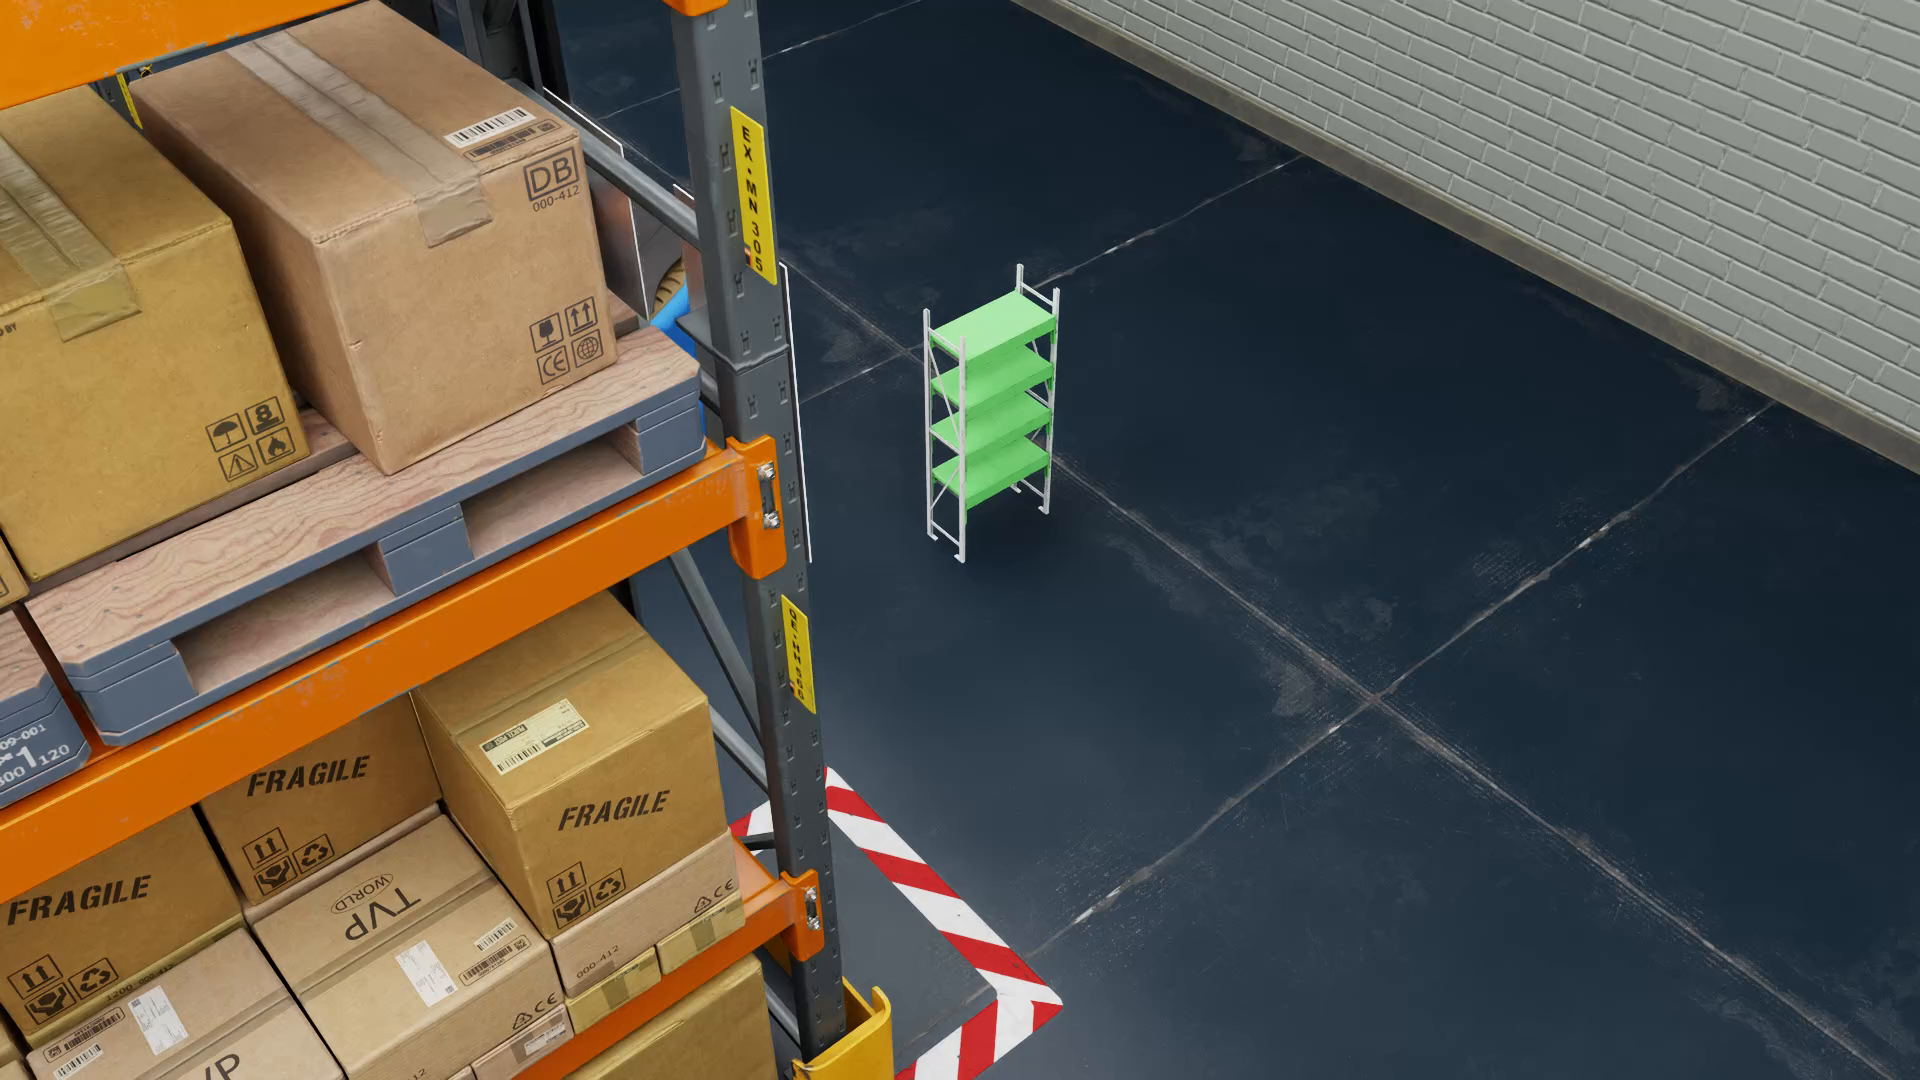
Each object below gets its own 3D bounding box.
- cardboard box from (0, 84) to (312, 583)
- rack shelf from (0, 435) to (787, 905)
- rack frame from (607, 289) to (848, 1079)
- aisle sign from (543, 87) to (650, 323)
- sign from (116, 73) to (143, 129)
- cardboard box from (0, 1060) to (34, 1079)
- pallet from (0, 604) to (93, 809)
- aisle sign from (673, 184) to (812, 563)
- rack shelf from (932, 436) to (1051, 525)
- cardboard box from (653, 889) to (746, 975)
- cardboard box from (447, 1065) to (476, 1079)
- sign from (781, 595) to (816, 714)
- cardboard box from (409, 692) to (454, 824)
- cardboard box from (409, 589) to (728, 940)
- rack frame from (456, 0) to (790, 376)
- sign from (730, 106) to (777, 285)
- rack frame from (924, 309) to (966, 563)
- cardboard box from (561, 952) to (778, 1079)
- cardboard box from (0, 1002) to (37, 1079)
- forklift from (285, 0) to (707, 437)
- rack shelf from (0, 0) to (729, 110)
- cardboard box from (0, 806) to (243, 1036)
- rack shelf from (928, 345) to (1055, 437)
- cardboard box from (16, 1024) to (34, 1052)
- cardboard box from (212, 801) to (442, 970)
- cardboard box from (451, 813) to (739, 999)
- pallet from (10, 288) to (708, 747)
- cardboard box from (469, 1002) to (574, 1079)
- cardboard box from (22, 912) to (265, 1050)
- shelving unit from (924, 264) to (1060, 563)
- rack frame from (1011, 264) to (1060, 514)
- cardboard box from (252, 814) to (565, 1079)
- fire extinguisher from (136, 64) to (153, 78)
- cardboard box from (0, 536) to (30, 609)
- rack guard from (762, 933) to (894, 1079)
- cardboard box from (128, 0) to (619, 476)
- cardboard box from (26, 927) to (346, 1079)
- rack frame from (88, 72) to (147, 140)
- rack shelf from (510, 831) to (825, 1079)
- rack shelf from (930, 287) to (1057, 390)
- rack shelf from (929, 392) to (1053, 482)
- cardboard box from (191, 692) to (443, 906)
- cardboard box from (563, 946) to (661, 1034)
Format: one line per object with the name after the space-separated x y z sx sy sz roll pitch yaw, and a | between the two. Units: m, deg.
-1.582 -0.397 2.892 0.500 0.500 0.700 -32 52 -29 | cardboard box
-2.243 0.529 2.884 4.000 0.370 1.077 -30 51 -28 | rack shelf
-0.709 0.482 4.600 0.127 3.000 1.000 -30 51 -28 | rack frame
-0.846 -0.655 3.911 0.004 0.787 0.394 -30 51 -28 | aisle sign
-3.521 -1.897 7.013 0.005 0.325 0.100 -30 51 -28 | sign
-2.087 1.457 3.453 0.500 0.250 0.500 -30 51 -28 | cardboard box
-2.208 0.291 2.677 1.213 0.211 1.003 -30 51 -28 | pallet
-0.461 -0.340 3.576 0.004 0.787 0.394 -30 51 -28 | aisle sign
0.127 -0.289 7.178 0.480 0.148 0.258 -30 51 -28 | rack shelf
-0.771 0.902 4.335 0.250 0.149 0.380 -29 50 -27 | cardboard box
-1.355 1.237 3.979 0.250 0.149 0.380 -29 50 -27 | cardboard box
-0.371 0.264 3.812 0.005 0.325 0.100 -30 51 -28 | sign
-1.250 0.497 4.476 0.500 0.250 0.500 -31 51 -29 | cardboard box
-0.914 0.506 3.918 0.500 0.500 0.500 -29 50 -27 | cardboard box
-0.709 -1.705 2.546 0.127 3.000 1.000 -30 51 -28 | rack frame
-0.371 -0.615 2.987 0.005 0.325 0.100 -30 51 -28 | sign
-0.060 -0.403 6.856 0.015 1.200 0.240 -30 51 -28 | rack frame
-1.149 1.426 4.839 0.875 0.875 0.875 -30 51 -28 | cardboard box
-2.429 1.179 3.749 0.500 0.250 0.500 -31 51 -29 | cardboard box
-2.459 -1.740 7.015 3.031 2.935 1.130 15 45 16 | forklift
-2.243 -0.419 1.994 4.000 0.370 1.077 -30 51 -28 | rack shelf
-2.027 0.674 3.740 0.500 0.500 0.500 -31 51 -29 | cardboard box
0.127 -0.638 6.850 0.480 0.148 0.258 -30 51 -28 | rack shelf
-2.372 1.232 3.984 0.250 0.149 0.380 -31 51 -29 | cardboard box
-1.645 0.729 4.229 0.500 0.250 0.500 -30 51 -28 | cardboard box
-0.910 0.780 4.174 0.500 0.250 0.500 -31 51 -28 | cardboard box
-1.271 -0.248 3.250 1.213 0.211 1.003 -30 51 -28 | pallet
-1.163 1.128 4.095 0.250 0.149 0.380 -30 51 -28 | cardboard box
-2.033 0.947 3.996 0.500 0.250 0.500 -32 52 -29 | cardboard box
0.127 -0.510 6.970 0.503 1.200 0.258 -30 51 -28 | shelving unit
0.314 -0.617 7.084 0.015 1.200 0.240 -30 51 -28 | rack frame
-1.300 1.002 3.937 0.500 0.250 0.500 -31 51 -29 | cardboard box
-3.479 -1.783 7.340 0.183 0.674 0.296 -30 51 -28 | fire extinguisher
-1.948 -0.145 2.623 0.500 0.500 0.700 -33 52 -30 | cardboard box
-0.690 1.382 5.467 0.348 0.500 1.175 -30 51 -28 | rack guard
-1.073 -0.581 3.087 0.500 0.500 0.700 -33 52 -30 | cardboard box
-1.690 1.226 3.699 0.500 0.250 0.500 -32 52 -29 | cardboard box
-3.887 -2.119 7.369 0.127 3.000 1.000 -30 51 -28 | rack frame
-2.243 1.622 3.911 4.000 0.370 1.077 -30 51 -28 | rack shelf
0.127 -0.813 6.685 0.480 0.148 0.258 -30 51 -28 | rack shelf
0.127 -0.463 7.014 0.480 0.148 0.258 -30 51 -28 | rack shelf
-1.634 0.443 3.985 0.500 0.500 0.500 -31 51 -29 | cardboard box
-0.969 1.018 4.213 0.250 0.149 0.380 -29 51 -28 | cardboard box
